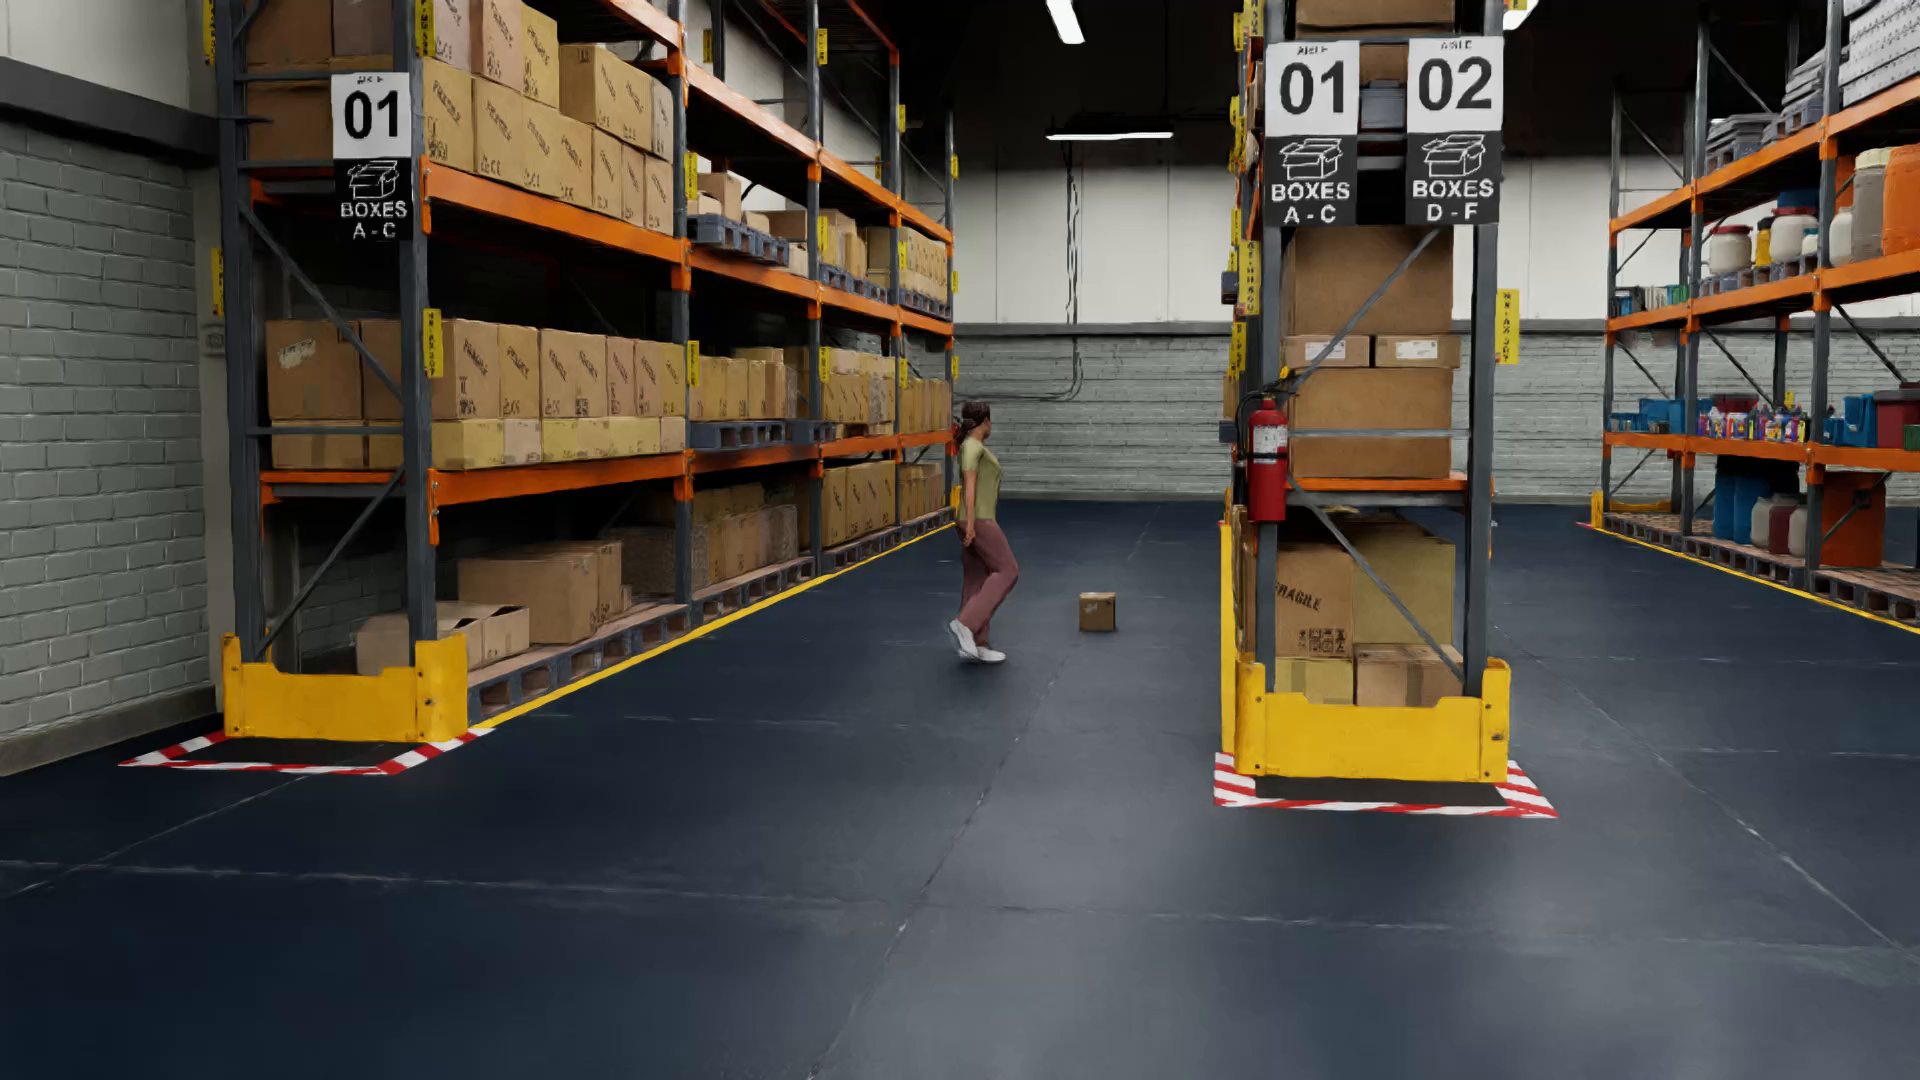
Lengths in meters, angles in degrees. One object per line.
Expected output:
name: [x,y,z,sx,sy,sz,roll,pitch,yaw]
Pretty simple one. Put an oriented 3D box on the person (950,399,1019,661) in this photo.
person: [0.155,-0.069,10.607,0.437,1.662,0.655,0,5,1]
